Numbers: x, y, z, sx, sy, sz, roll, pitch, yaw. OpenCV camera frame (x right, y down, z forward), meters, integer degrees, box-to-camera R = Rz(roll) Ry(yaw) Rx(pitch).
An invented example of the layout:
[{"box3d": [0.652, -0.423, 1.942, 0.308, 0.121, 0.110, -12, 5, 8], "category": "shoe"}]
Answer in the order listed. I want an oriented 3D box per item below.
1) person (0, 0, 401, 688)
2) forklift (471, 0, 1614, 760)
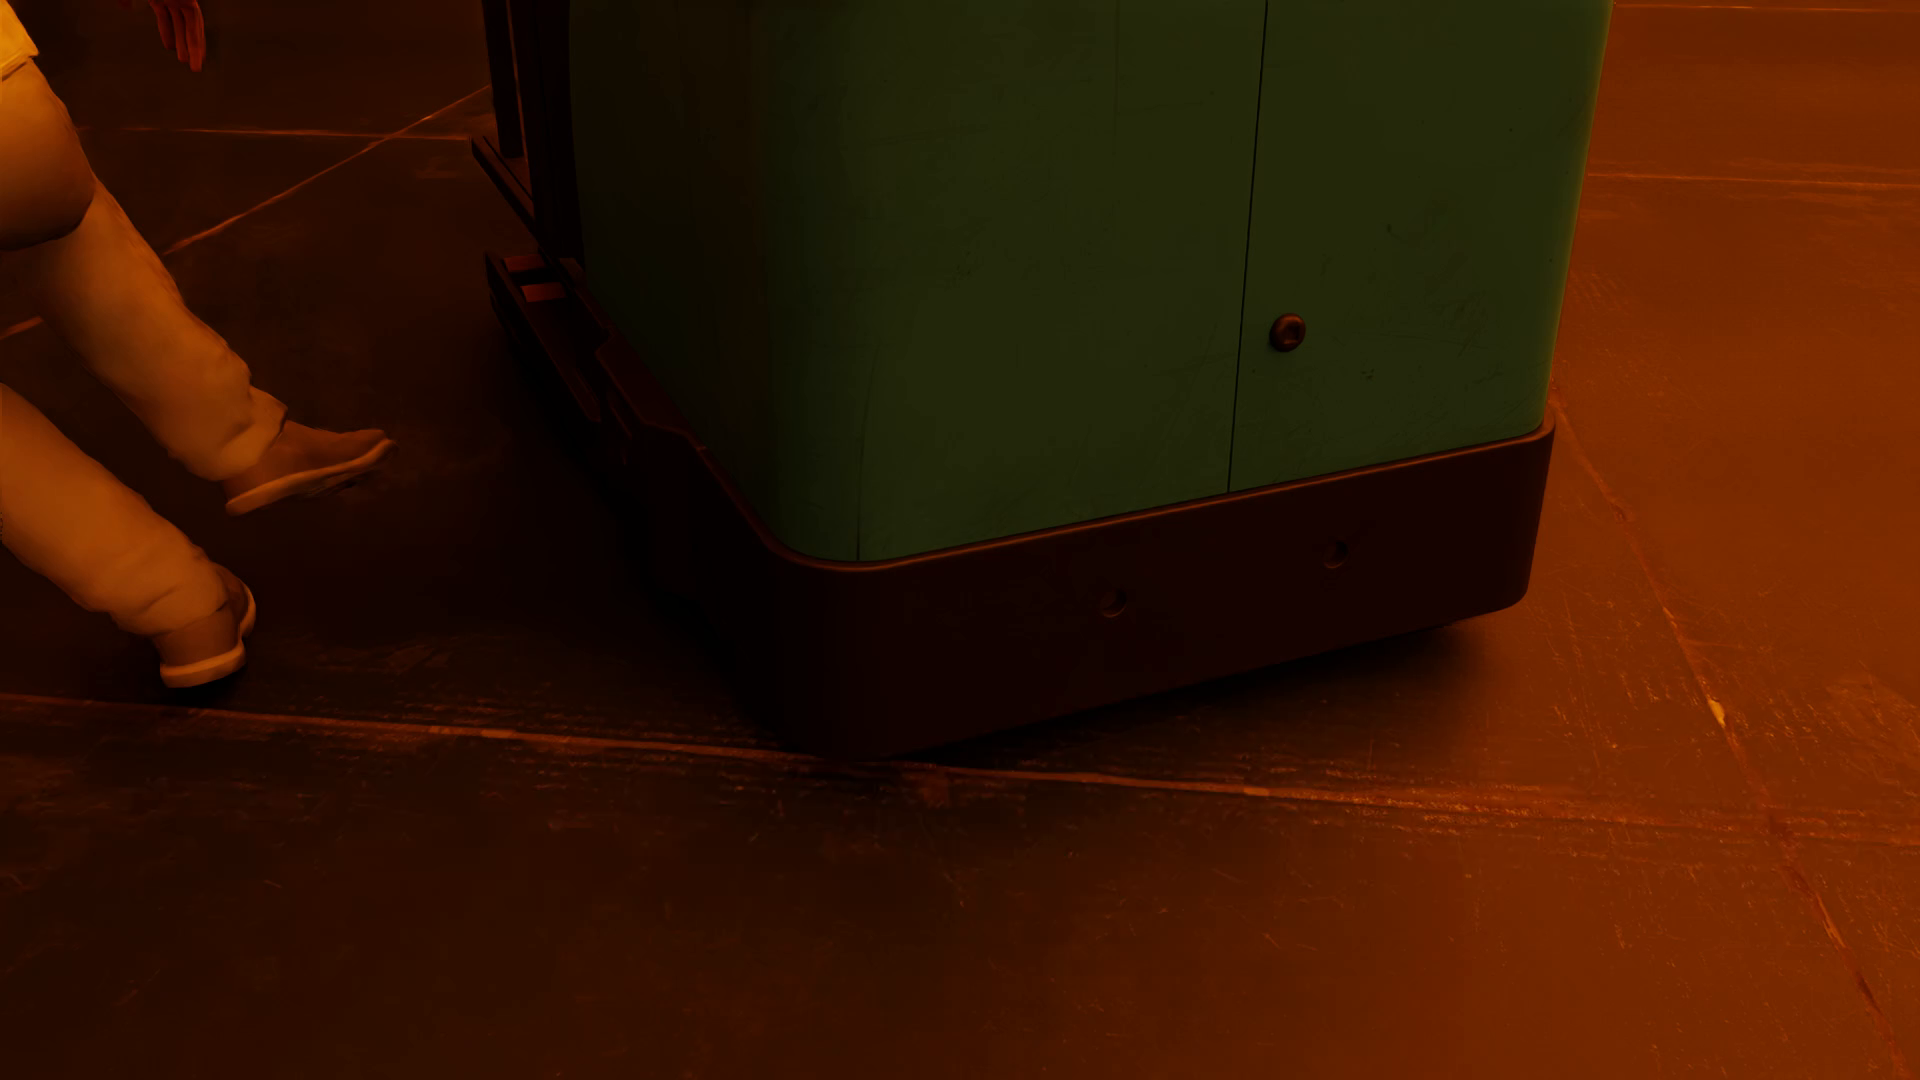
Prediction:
[{"box3d": [-1.272, -0.530, 1.899, 0.951, 1.512, 1.080, 21, 33, 36], "category": "person"}, {"box3d": [-0.291, -1.700, 2.625, 1.130, 2.935, 3.031, -11, 29, -21], "category": "forklift"}]
